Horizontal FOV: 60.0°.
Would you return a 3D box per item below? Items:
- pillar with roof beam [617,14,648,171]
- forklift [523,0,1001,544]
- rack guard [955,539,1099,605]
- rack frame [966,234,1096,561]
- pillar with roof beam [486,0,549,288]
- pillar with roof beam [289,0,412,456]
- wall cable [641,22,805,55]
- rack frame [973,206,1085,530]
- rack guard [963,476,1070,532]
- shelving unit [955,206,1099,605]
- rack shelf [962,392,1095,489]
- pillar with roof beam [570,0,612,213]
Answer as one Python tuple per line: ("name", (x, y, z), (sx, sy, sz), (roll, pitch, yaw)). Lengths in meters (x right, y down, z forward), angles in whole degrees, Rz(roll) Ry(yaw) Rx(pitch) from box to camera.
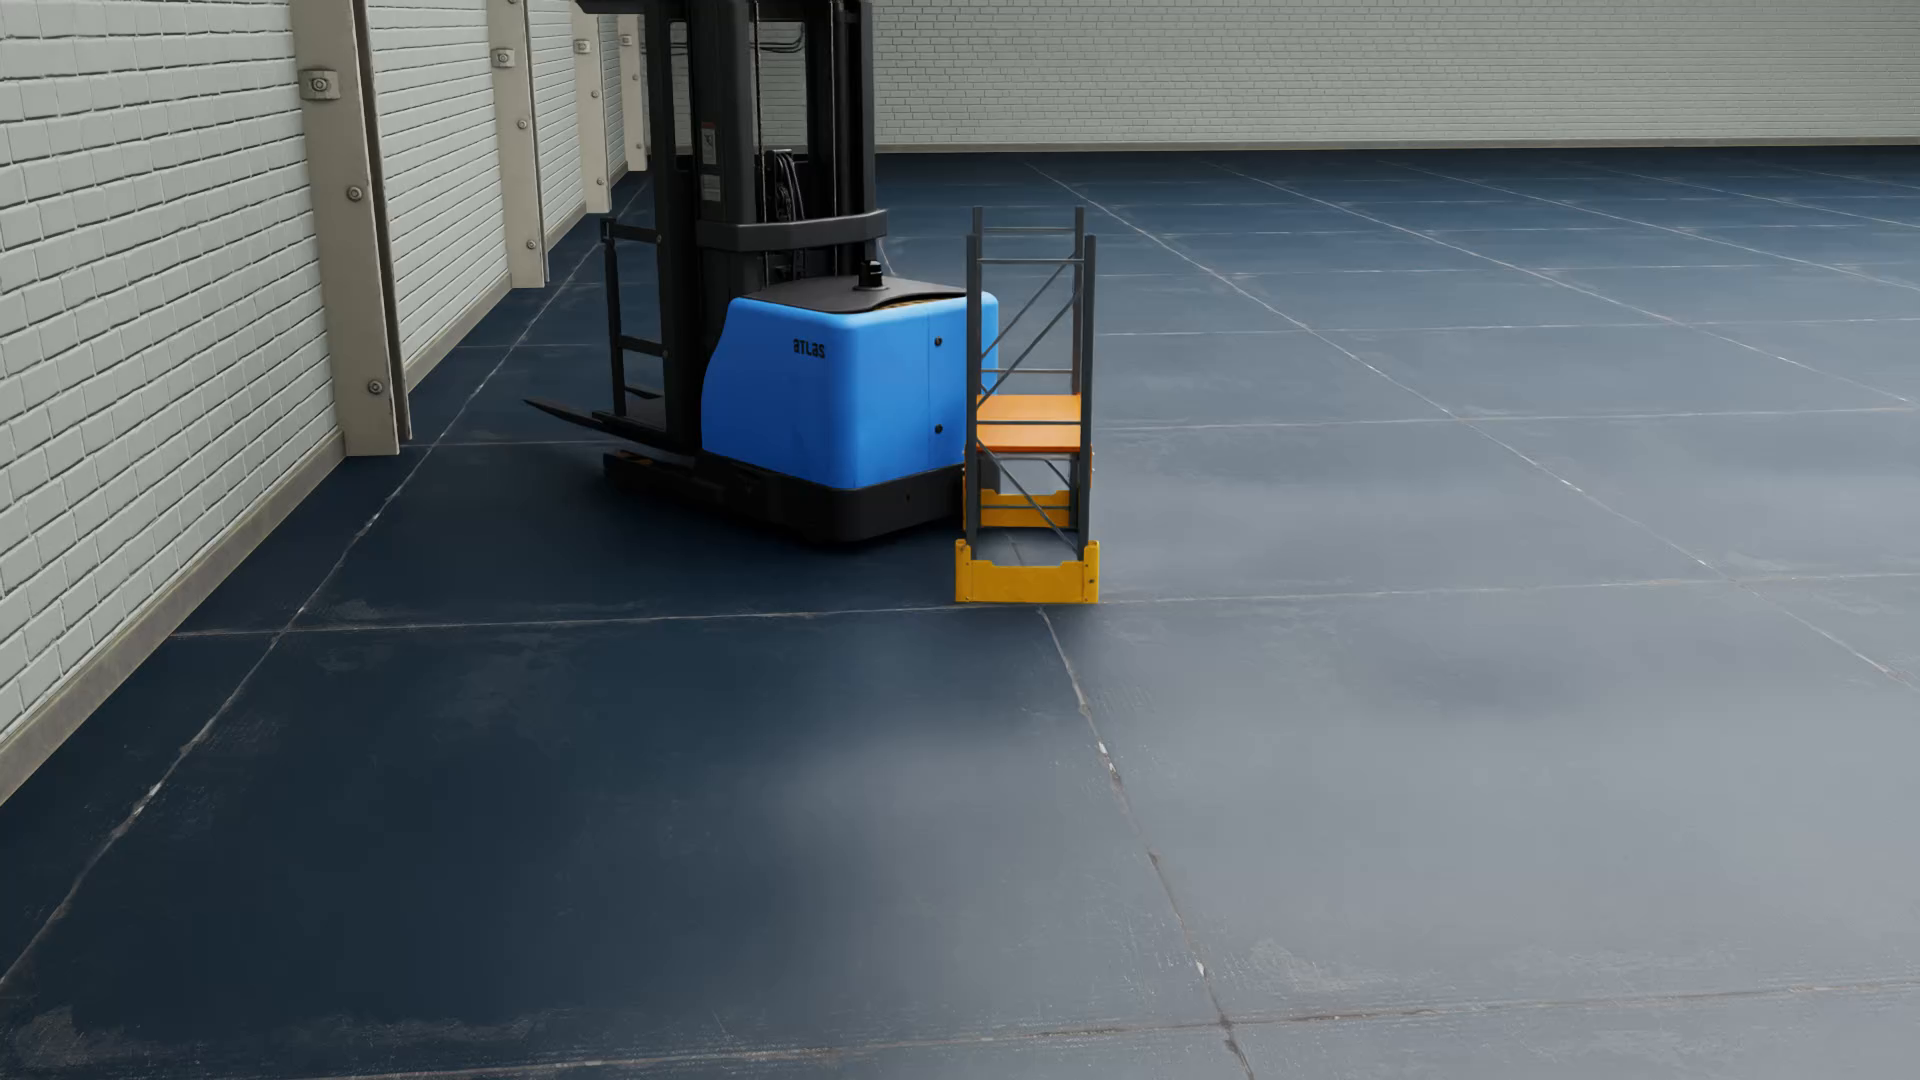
("pillar with roof beam", (-0.854, -10.314, 25.507), (9.100, 9.000, 0.400), (-2, 18, -6))
("forklift", (-1.198, -1.741, 8.328), (1.130, 2.935, 3.031), (-17, 24, -42))
("rack guard", (0.275, 0.131, 6.844), (0.587, 0.250, 0.087), (1, 17, 2))
("rack frame", (0.275, -0.465, 6.655), (0.500, 1.500, 0.032), (1, 17, 2))
("pillar with roof beam", (0.384, -6.739, 14.119), (9.100, 9.000, 0.400), (-2, 18, -6))
("pillar with roof beam", (1.003, -4.951, 8.425), (9.100, 9.000, 0.400), (-2, 18, -6))
("wall cable", (-4.124, -9.618, 28.474), (3.097, 2.526, 0.112), (-2, 18, -6))
("rack frame", (0.307, -0.770, 7.625), (0.500, 1.500, 0.032), (1, 17, 2))
("rack guard", (0.307, -0.168, 7.794), (0.587, 0.250, 0.087), (1, 17, 2))
("shelving unit", (0.291, -0.615, 7.131), (0.587, 1.500, 1.083), (1, 17, 2))
("rack shelf", (0.291, -0.446, 7.194), (0.538, 0.185, 1.000), (1, 17, 2))
("pillar with roof beam", (-0.235, -8.526, 19.813), (9.100, 9.000, 0.400), (-2, 18, -6))
